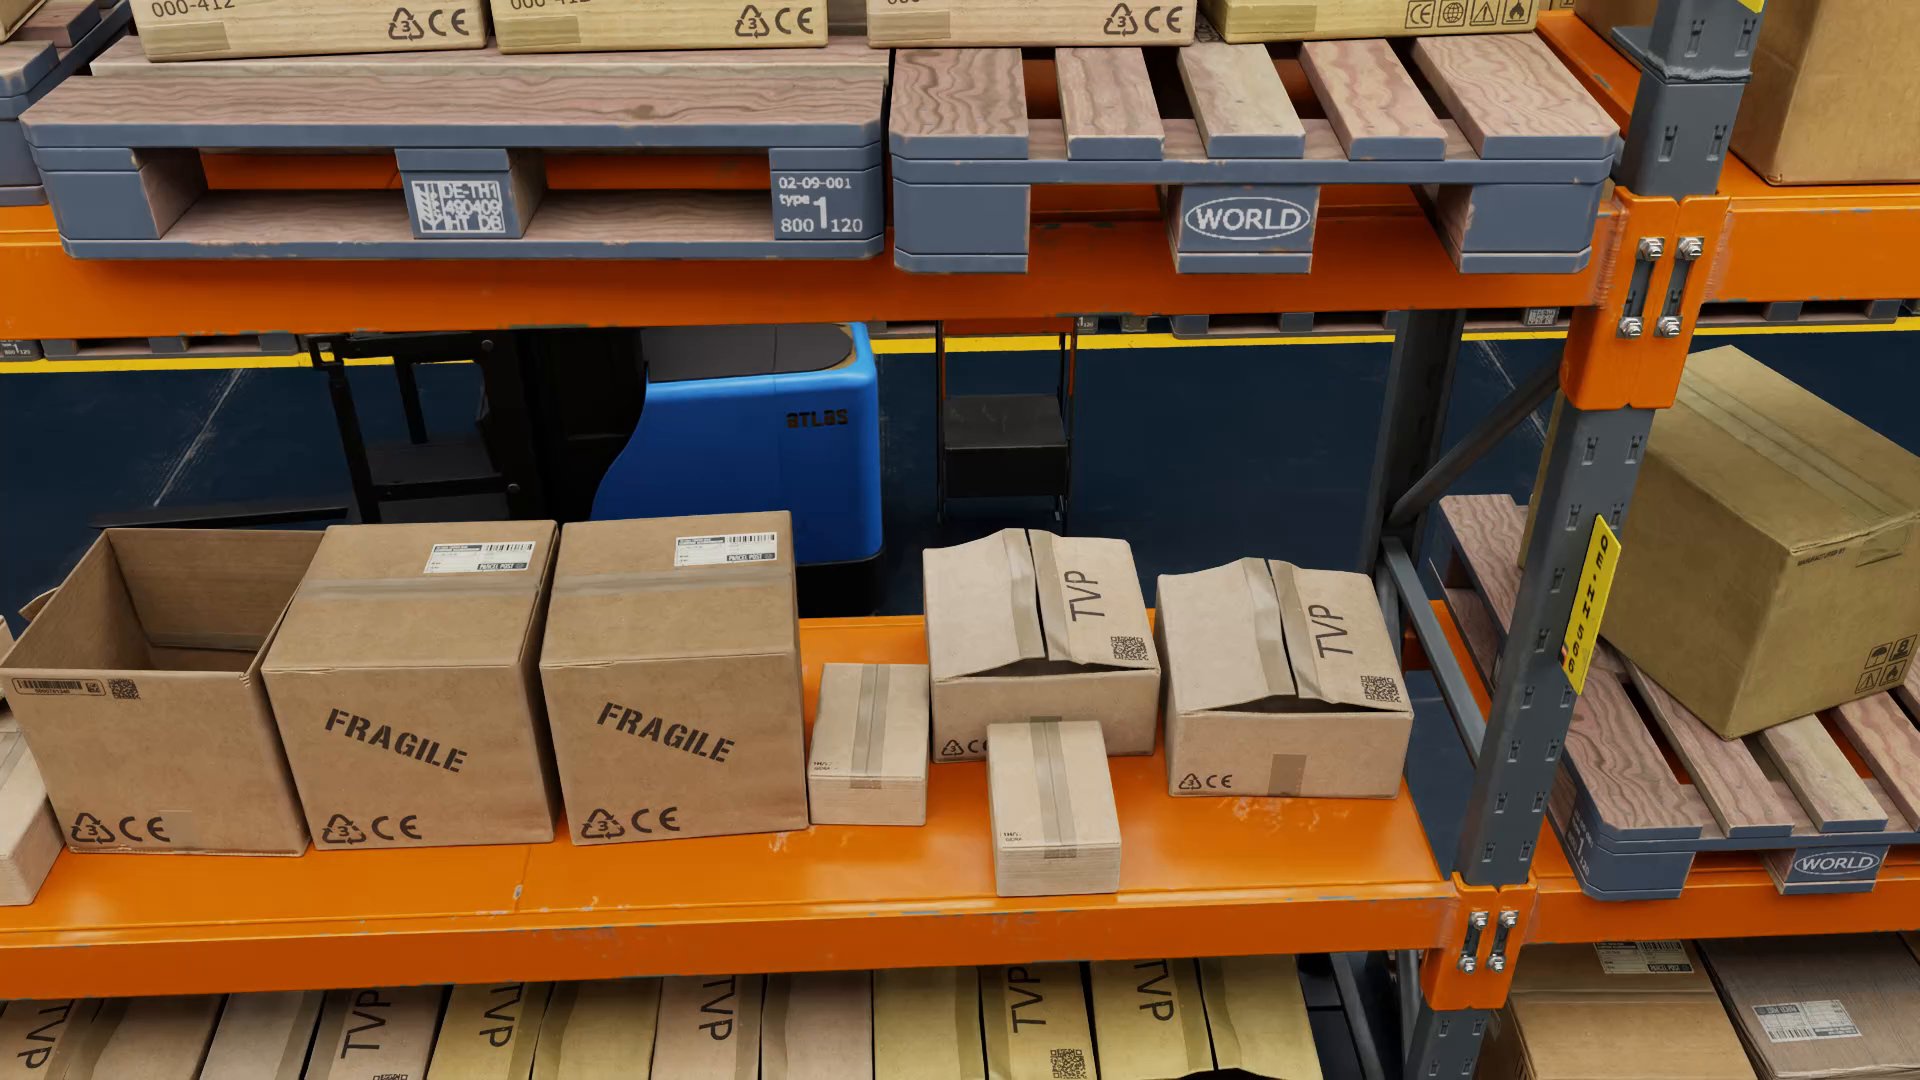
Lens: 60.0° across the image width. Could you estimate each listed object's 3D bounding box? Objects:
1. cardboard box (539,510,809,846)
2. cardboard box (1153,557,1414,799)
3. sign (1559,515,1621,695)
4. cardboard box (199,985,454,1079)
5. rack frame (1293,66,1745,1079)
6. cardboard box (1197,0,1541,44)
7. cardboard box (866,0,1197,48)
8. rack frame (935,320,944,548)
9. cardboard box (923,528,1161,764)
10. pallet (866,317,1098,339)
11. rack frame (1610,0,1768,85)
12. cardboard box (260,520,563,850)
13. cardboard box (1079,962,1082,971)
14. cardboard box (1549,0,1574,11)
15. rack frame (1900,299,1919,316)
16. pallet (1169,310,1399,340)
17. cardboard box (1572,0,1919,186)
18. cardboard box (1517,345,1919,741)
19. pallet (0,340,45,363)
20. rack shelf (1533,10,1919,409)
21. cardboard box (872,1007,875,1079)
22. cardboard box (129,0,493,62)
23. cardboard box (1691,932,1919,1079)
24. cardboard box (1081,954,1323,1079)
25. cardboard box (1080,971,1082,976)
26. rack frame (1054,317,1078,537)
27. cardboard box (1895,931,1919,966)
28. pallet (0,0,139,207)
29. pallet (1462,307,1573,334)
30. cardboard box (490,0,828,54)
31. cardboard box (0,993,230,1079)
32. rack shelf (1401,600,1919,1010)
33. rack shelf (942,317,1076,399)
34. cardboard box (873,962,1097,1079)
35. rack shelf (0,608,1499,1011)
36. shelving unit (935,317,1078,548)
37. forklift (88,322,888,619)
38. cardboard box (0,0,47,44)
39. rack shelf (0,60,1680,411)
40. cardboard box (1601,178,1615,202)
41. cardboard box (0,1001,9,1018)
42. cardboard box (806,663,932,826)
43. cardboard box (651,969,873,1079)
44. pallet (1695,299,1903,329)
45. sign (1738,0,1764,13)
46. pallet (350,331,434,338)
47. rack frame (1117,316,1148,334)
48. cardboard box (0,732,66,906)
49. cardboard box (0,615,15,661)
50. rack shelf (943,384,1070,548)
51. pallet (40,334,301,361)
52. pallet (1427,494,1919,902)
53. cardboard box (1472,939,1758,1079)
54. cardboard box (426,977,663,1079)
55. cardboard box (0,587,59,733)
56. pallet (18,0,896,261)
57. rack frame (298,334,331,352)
[{"bbox_3d":[-0.598,0.291,3.605,0.500,0.500,0.500,-3,35,-5],"label":"cardboard box"},{"bbox_3d":[0.712,0.300,3.759,0.500,0.311,0.500,1,35,1],"label":"cardboard box"},{"bbox_3d":[1.107,0.117,2.927,0.005,0.325,0.100,-2,35,-2],"label":"sign"},{"bbox_3d":[-1.477,1.218,3.908,0.500,0.311,0.500,-3,35,-4],"label":"cardboard box"},{"bbox_3d":[1.077,0.278,3.712,0.127,3.000,1.000,-2,35,-2],"label":"rack frame"},{"bbox_3d":[0.627,-1.022,2.718,0.500,0.250,0.500,-4,35,-6],"label":"cardboard box"},{"bbox_3d":[0.104,-0.998,2.683,0.500,0.250,0.500,-1,35,-1],"label":"cardboard box"},{"bbox_3d":[-0.078,-0.861,6.149,0.015,2.100,0.400,-2,35,-2],"label":"rack frame"},{"bbox_3d":[0.175,0.229,3.862,0.500,0.311,0.500,-2,35,-3],"label":"cardboard box"},{"bbox_3d":[0.058,-1.371,8.545,1.213,0.211,1.003,-2,35,-2],"label":"pallet"},{"bbox_3d":[1.077,-2.189,2.005,0.127,3.000,1.000,-2,35,-2],"label":"rack frame"},{"bbox_3d":[-1.124,0.306,3.585,0.500,0.500,0.500,-1,35,-2],"label":"cardboard box"},{"bbox_3d":[0.540,0.853,4.437,0.500,0.311,0.500,0,35,-1],"label":"cardboard box"},{"bbox_3d":[2.875,-2.617,7.529,0.500,0.500,0.500,-1,35,-1],"label":"cardboard box"},{"bbox_3d":[4.834,-2.645,7.937,0.127,3.000,1.000,-2,35,-2],"label":"rack frame"},{"bbox_3d":[1.630,-1.369,8.543,1.213,0.211,1.003,-2,35,-2],"label":"pallet"},{"bbox_3d":[1.511,-1.027,2.875,0.500,0.500,0.910,-2,35,-2],"label":"cardboard box"},{"bbox_3d":[1.701,-0.017,3.682,0.500,0.500,0.700,-13,37,-18],"label":"cardboard box"},{"bbox_3d":[-5.047,-1.211,8.314,1.213,0.211,1.003,-2,35,-2],"label":"pallet"},{"bbox_3d":[3.075,-0.713,3.141,4.000,0.370,1.077,-2,35,-2],"label":"rack shelf"},{"bbox_3d":[-0.454,1.417,4.114,0.500,0.250,0.500,-1,35,-1],"label":"cardboard box"},{"bbox_3d":[-1.006,-0.975,2.650,0.500,0.250,0.500,-4,35,-6],"label":"cardboard box"},{"bbox_3d":[2.068,1.258,4.107,0.500,0.500,0.500,-3,35,-4],"label":"cardboard box"},{"bbox_3d":[0.566,1.159,3.993,0.500,0.311,0.500,-1,35,-1],"label":"cardboard box"},{"bbox_3d":[0.540,1.083,4.596,0.500,0.250,0.500,-2,35,-2],"label":"cardboard box"},{"bbox_3d":[0.409,-0.874,6.168,0.015,2.100,0.400,-2,35,-2],"label":"rack frame"},{"bbox_3d":[2.569,1.247,4.122,0.500,0.500,0.500,-2,35,-3],"label":"cardboard box"},{"bbox_3d":[-2.038,-0.800,2.802,1.217,0.209,0.805,-3,35,-4],"label":"pallet"},{"bbox_3d":[2.846,-1.401,8.588,1.213,0.211,1.003,-2,35,-2],"label":"pallet"},{"bbox_3d":[-0.468,-0.989,2.670,0.500,0.250,0.500,-2,35,-3],"label":"cardboard box"},{"bbox_3d":[-1.993,1.233,3.887,0.500,0.311,0.500,-2,35,-3],"label":"cardboard box"},{"bbox_3d":[3.075,0.520,3.995,4.000,0.370,1.077,-2,35,-2],"label":"rack shelf"},{"bbox_3d":[0.165,-0.857,6.167,0.480,0.518,0.431,-2,35,-2],"label":"rack shelf"},{"bbox_3d":[0.047,1.177,3.968,0.500,0.311,0.500,-2,35,-3],"label":"cardboard box"},{"bbox_3d":[-0.921,0.628,3.839,4.000,0.370,1.077,-2,35,-2],"label":"rack shelf"},{"bbox_3d":[0.165,-0.868,6.159,0.503,2.100,0.431,-2,35,-2],"label":"shelving unit"},{"bbox_3d":[-1.836,-1.048,5.689,3.031,2.935,1.130,-5,35,-7],"label":"forklift"},{"bbox_3d":[-1.754,-0.986,2.666,0.500,0.250,0.500,-5,35,-7],"label":"cardboard box"},{"bbox_3d":[-0.921,-0.606,2.986,4.000,0.370,1.077,-2,35,-2],"label":"rack shelf"},{"bbox_3d":[3.304,-1.817,8.260,0.750,0.750,0.750,-1,35,-1],"label":"cardboard box"},{"bbox_3d":[-2.494,1.244,3.872,0.500,0.311,0.500,-1,35,-2],"label":"cardboard box"},{"bbox_3d":[-0.194,0.448,3.688,0.250,0.149,0.380,1,35,1],"label":"cardboard box"},{"bbox_3d":[-0.458,1.189,3.950,0.500,0.311,0.500,-2,35,-3],"label":"cardboard box"},{"bbox_3d":[4.067,-1.435,8.638,1.213,0.211,1.003,-2,35,-2],"label":"pallet"},{"bbox_3d":[1.095,-0.885,2.233,0.005,0.325,0.100,-2,35,-2],"label":"sign"},{"bbox_3d":[-2.379,-1.305,8.450,1.213,0.211,1.003,-2,35,-2],"label":"pallet"},{"bbox_3d":[0.839,-2.538,7.781,0.127,3.000,1.000,-2,35,-2],"label":"rack frame"},{"bbox_3d":[-2.024,0.581,3.495,0.250,0.149,0.380,-2,35,-2],"label":"cardboard box"},{"bbox_3d":[-2.429,0.409,3.654,0.500,0.250,0.500,1,35,1],"label":"cardboard box"},{"bbox_3d":[0.165,-0.281,6.565,0.480,0.518,0.431,-2,35,-2],"label":"rack shelf"},{"bbox_3d":[-3.826,-1.245,8.364,1.213,0.211,1.003,-2,35,-2],"label":"pallet"},{"bbox_3d":[1.751,0.299,3.851,1.003,0.211,1.213,-2,35,-2],"label":"pallet"},{"bbox_3d":[1.545,1.275,4.082,0.500,0.500,0.500,0,35,0],"label":"cardboard box"},{"bbox_3d":[-0.958,1.201,3.932,0.500,0.311,0.500,-1,35,-1],"label":"cardboard box"},{"bbox_3d":[-2.049,0.313,3.780,0.258,0.266,0.396,-2,35,-3],"label":"cardboard box"},{"bbox_3d":[-0.713,-0.777,2.767,1.213,0.211,1.003,0,35,0],"label":"pallet"},{"bbox_3d":[-3.157,-2.430,7.625,0.127,3.000,1.000,-2,35,-2],"label":"rack frame"}]
